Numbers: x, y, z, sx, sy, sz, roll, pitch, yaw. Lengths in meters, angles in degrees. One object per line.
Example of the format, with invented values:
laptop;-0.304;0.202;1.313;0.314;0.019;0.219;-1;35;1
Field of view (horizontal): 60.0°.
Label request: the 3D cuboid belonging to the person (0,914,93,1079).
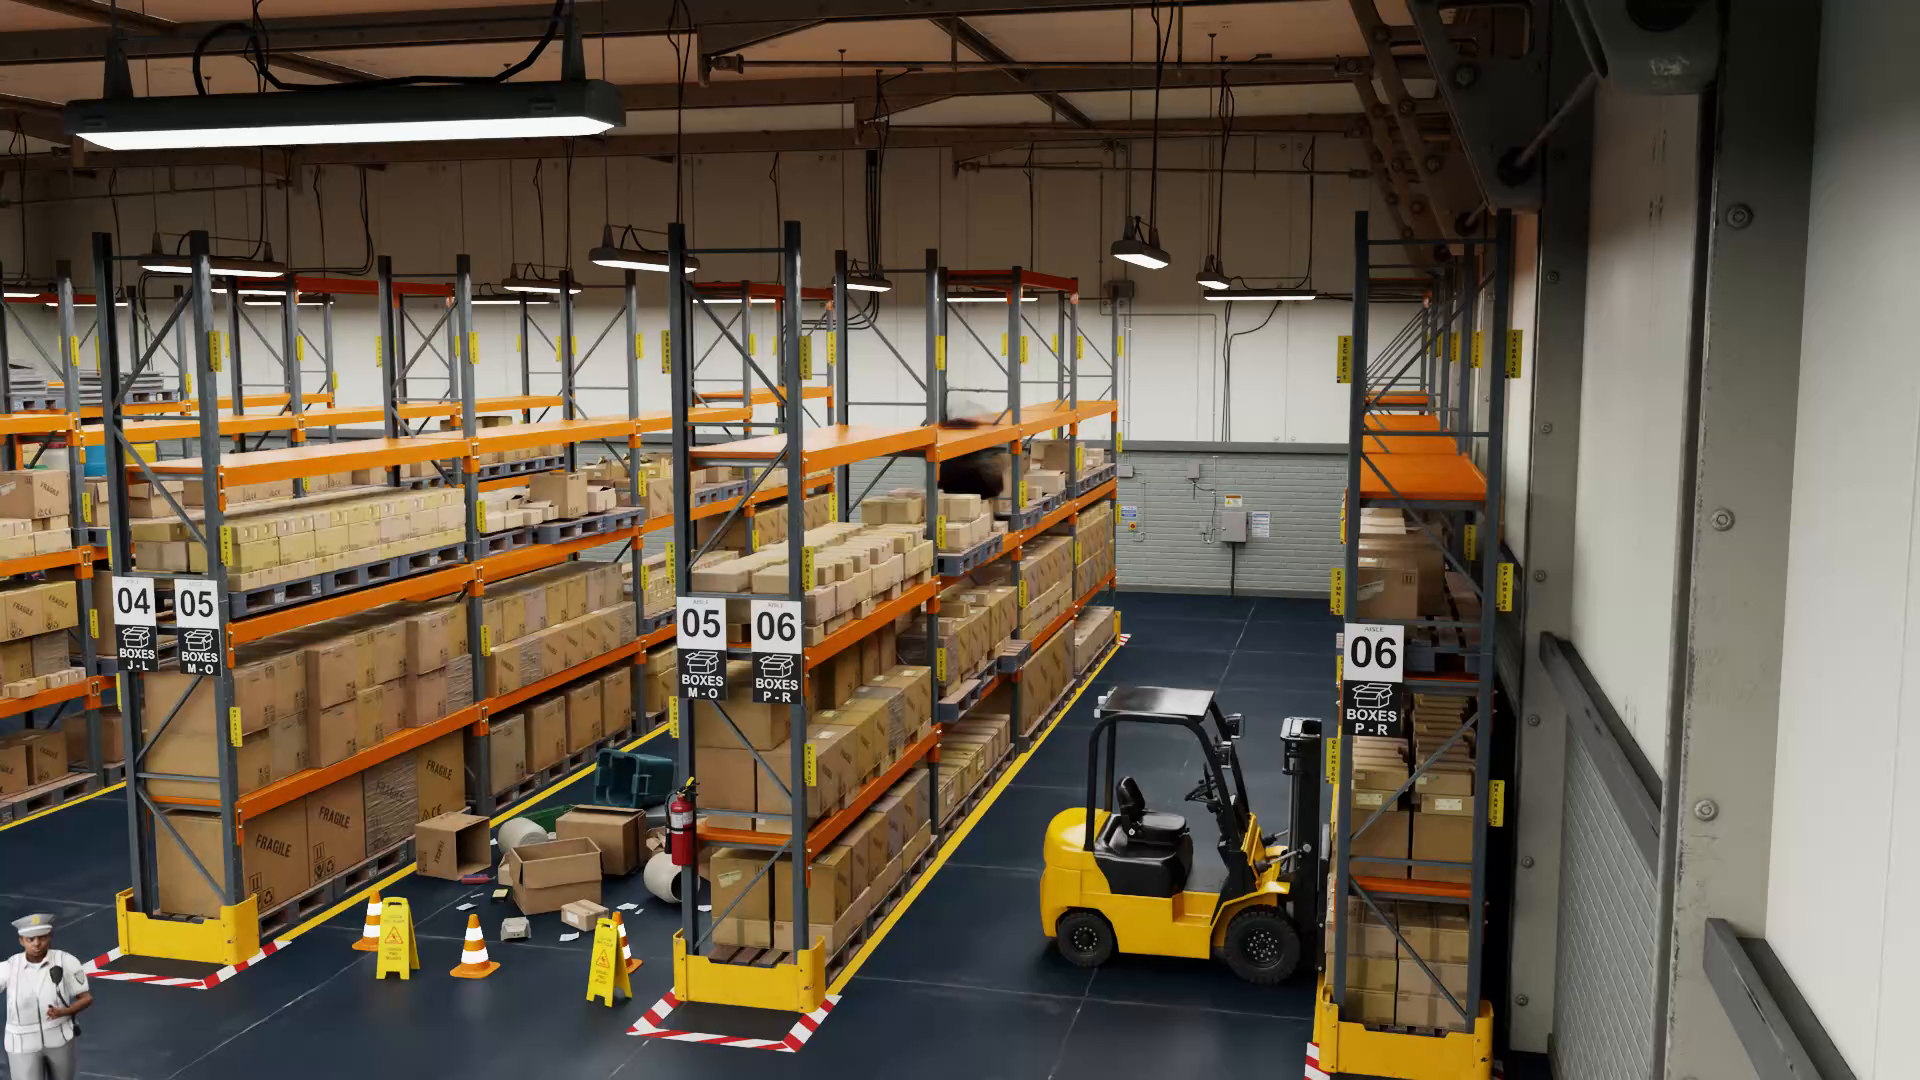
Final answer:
person;-5.590;3.083;10.108;0.550;1.711;0.908;-5;8;-34
